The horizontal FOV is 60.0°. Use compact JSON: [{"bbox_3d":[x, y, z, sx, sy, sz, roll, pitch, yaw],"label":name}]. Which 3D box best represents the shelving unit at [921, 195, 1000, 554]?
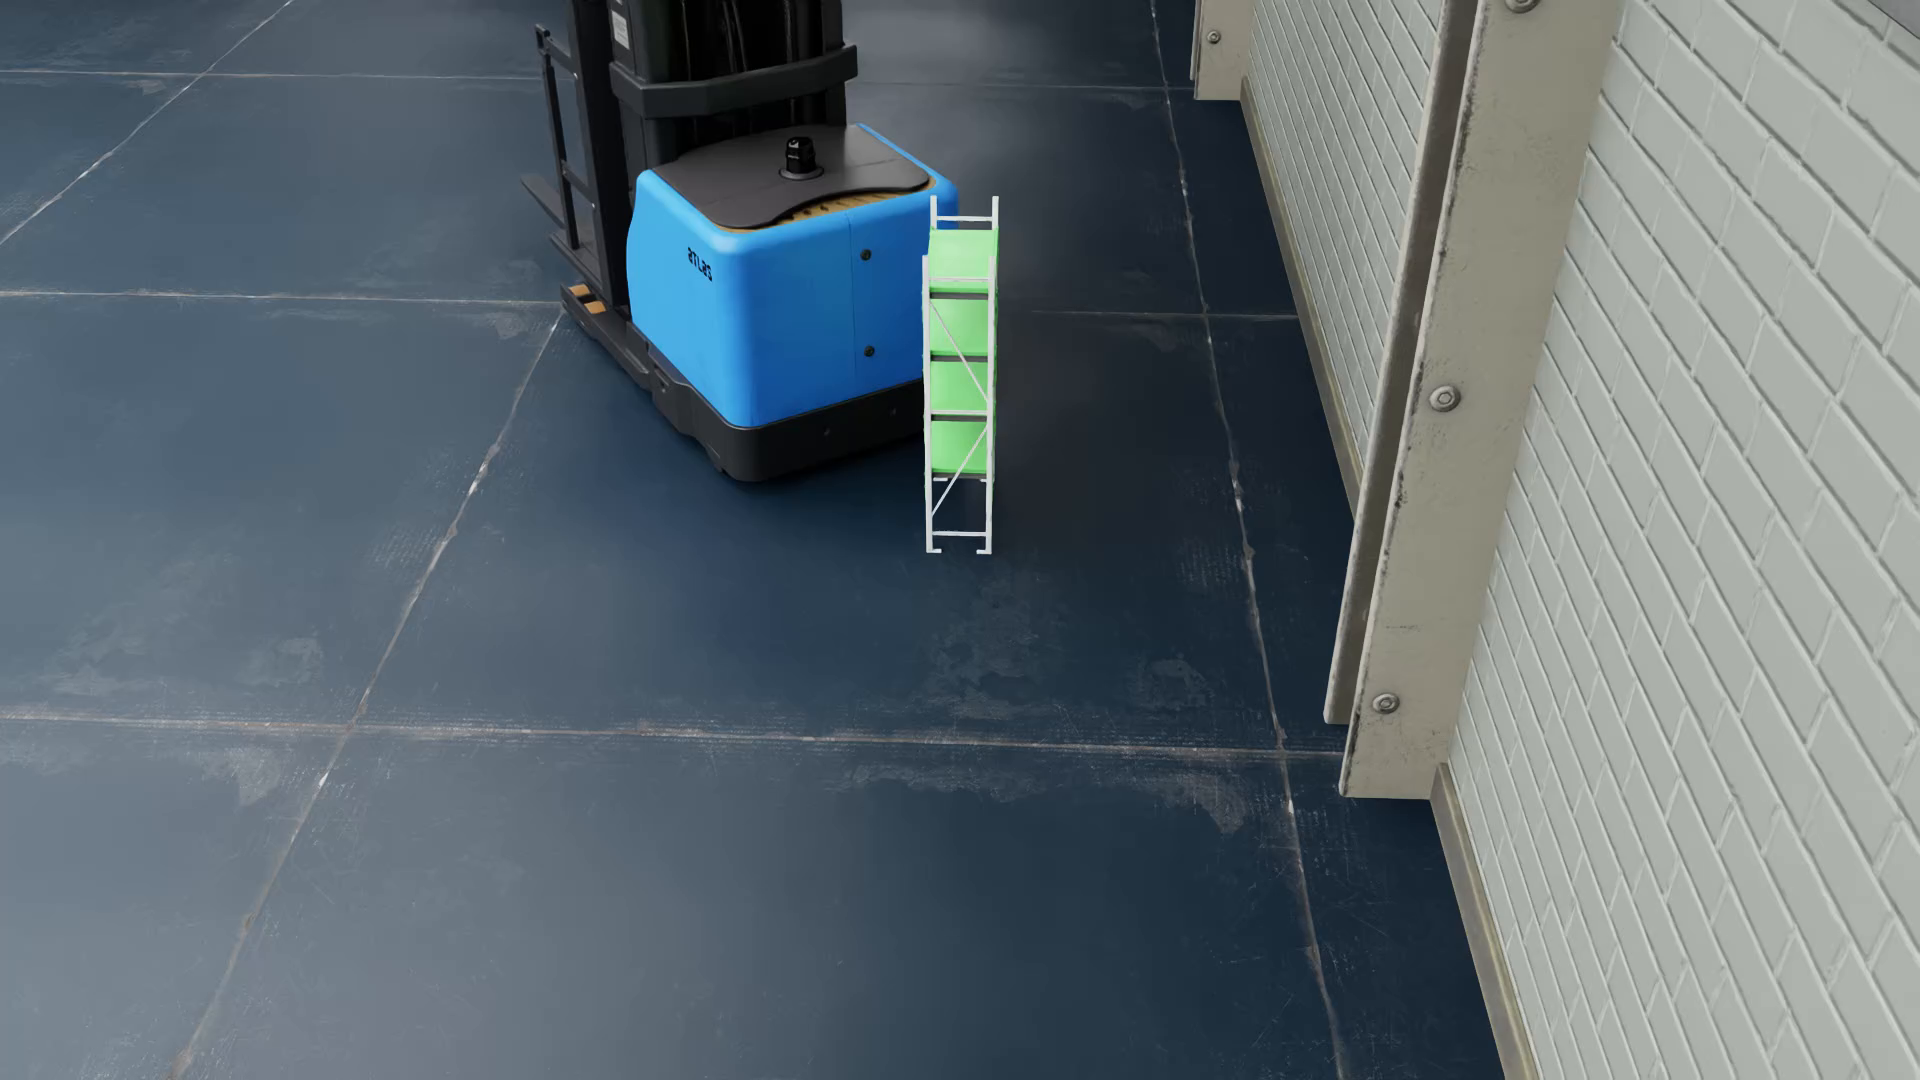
[{"bbox_3d":[0.007,-0.586,6.040,0.258,1.200,0.503,1,35,2],"label":"shelving unit"}]

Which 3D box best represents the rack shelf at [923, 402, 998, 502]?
[{"bbox_3d":[0.007,-0.337,6.215,0.258,0.148,0.480,1,35,2],"label":"rack shelf"}]

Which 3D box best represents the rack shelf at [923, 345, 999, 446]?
[{"bbox_3d":[0.007,-0.534,6.077,0.258,0.148,0.480,1,35,2],"label":"rack shelf"}]

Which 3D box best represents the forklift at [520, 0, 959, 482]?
[{"bbox_3d":[-1.182,-2.242,6.891,1.130,2.935,3.031,-19,39,-25],"label":"forklift"}]

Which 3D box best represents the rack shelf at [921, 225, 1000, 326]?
[{"bbox_3d":[0.007,-0.926,5.801,0.258,0.148,0.480,1,35,2],"label":"rack shelf"}]

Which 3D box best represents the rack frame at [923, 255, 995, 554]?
[{"bbox_3d":[-0.003,-0.446,5.841,0.240,1.200,0.015,1,35,2],"label":"rack frame"}]

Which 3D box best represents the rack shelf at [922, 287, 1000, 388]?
[{"bbox_3d":[0.007,-0.730,5.939,0.258,0.148,0.480,1,35,2],"label":"rack shelf"}]

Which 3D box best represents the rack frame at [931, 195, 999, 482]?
[{"bbox_3d":[0.016,-0.726,6.240,0.240,1.200,0.015,1,35,2],"label":"rack frame"}]

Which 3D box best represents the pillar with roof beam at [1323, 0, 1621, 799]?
[{"bbox_3d":[-2.966,-3.101,2.836,9.100,9.000,0.400,1,35,2],"label":"pillar with roof beam"}]

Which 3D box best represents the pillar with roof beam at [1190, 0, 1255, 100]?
[{"bbox_3d":[-2.725,-6.548,7.741,9.100,9.000,0.400,1,35,2],"label":"pillar with roof beam"}]
